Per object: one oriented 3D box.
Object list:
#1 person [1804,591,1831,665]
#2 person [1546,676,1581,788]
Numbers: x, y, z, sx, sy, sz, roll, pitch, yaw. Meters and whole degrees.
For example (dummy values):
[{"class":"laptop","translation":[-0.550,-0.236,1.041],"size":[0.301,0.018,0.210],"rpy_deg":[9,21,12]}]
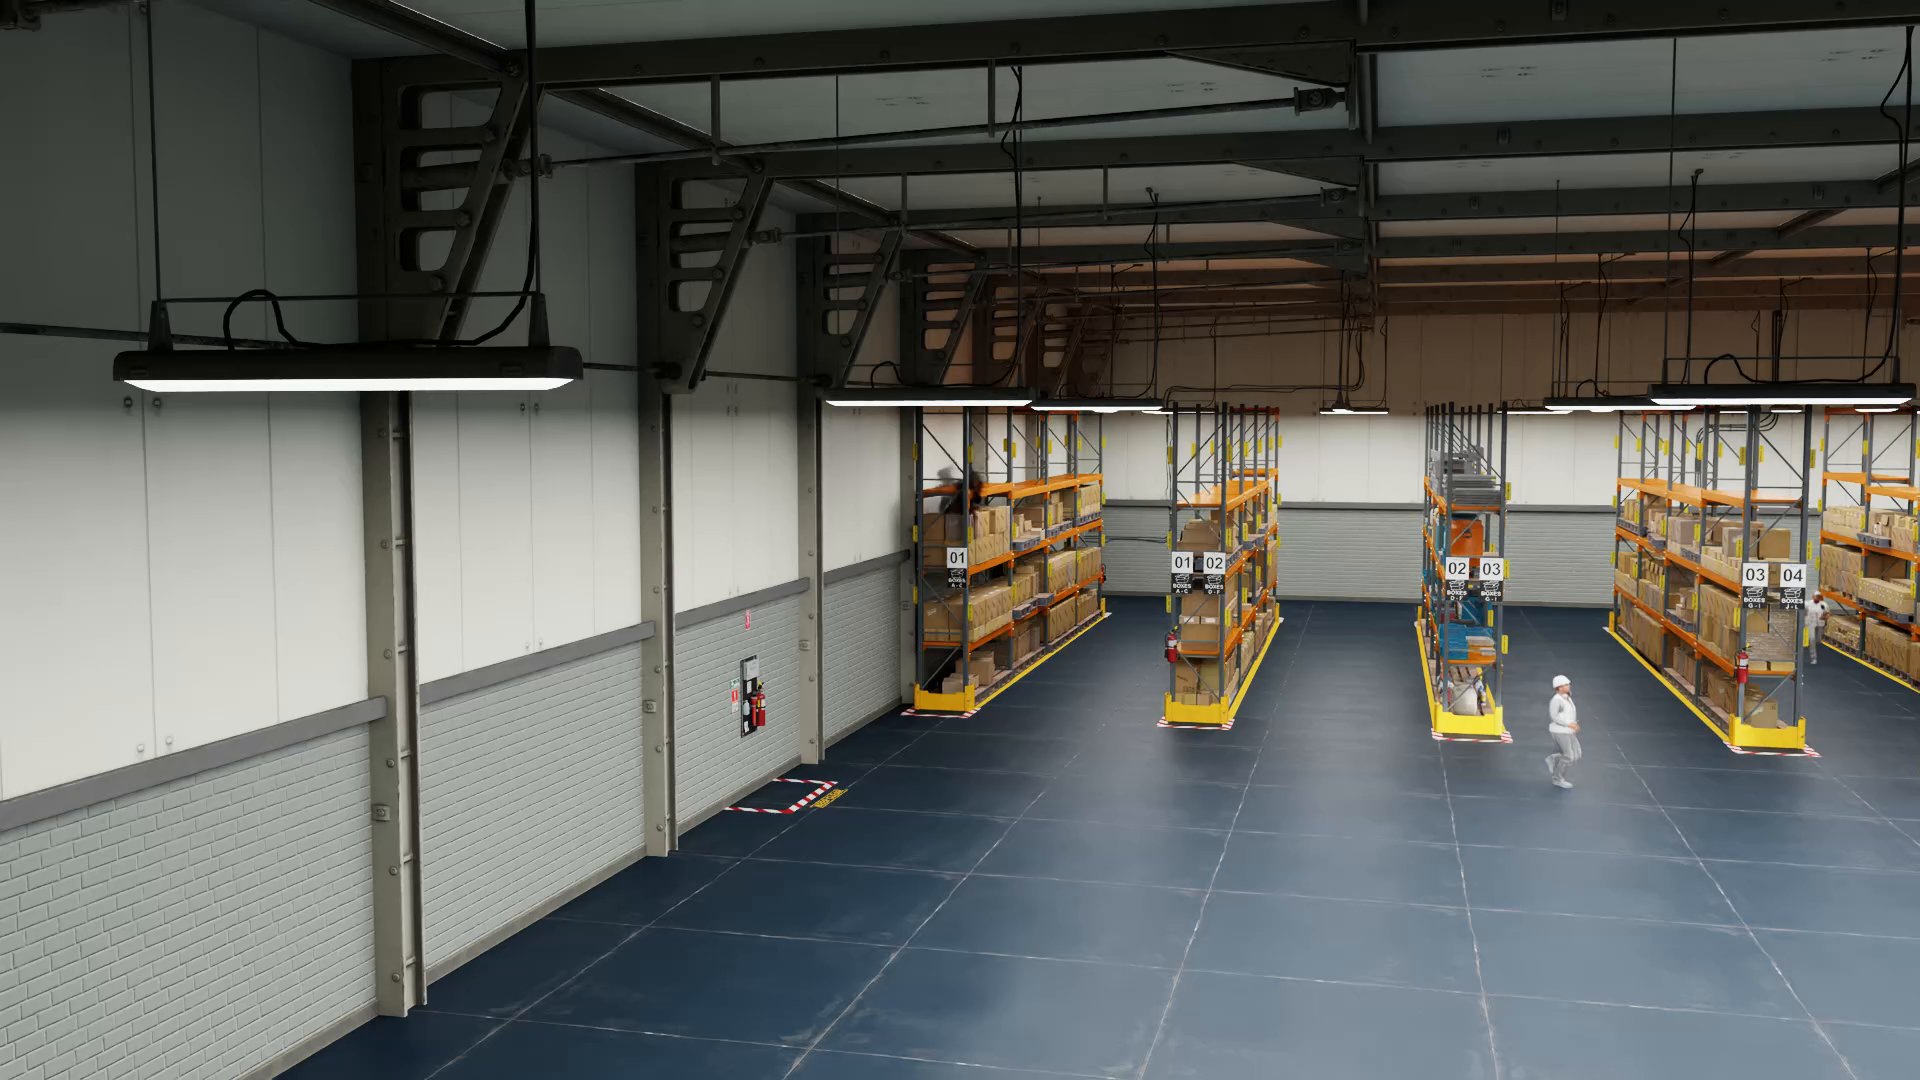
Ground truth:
[{"class":"person","translation":[20.046,2.033,38.930],"size":[0.572,1.694,1.070],"rpy_deg":[1,4,12]},{"class":"person","translation":[9.346,2.964,25.775],"size":[0.580,1.729,0.660],"rpy_deg":[3,5,39]}]
